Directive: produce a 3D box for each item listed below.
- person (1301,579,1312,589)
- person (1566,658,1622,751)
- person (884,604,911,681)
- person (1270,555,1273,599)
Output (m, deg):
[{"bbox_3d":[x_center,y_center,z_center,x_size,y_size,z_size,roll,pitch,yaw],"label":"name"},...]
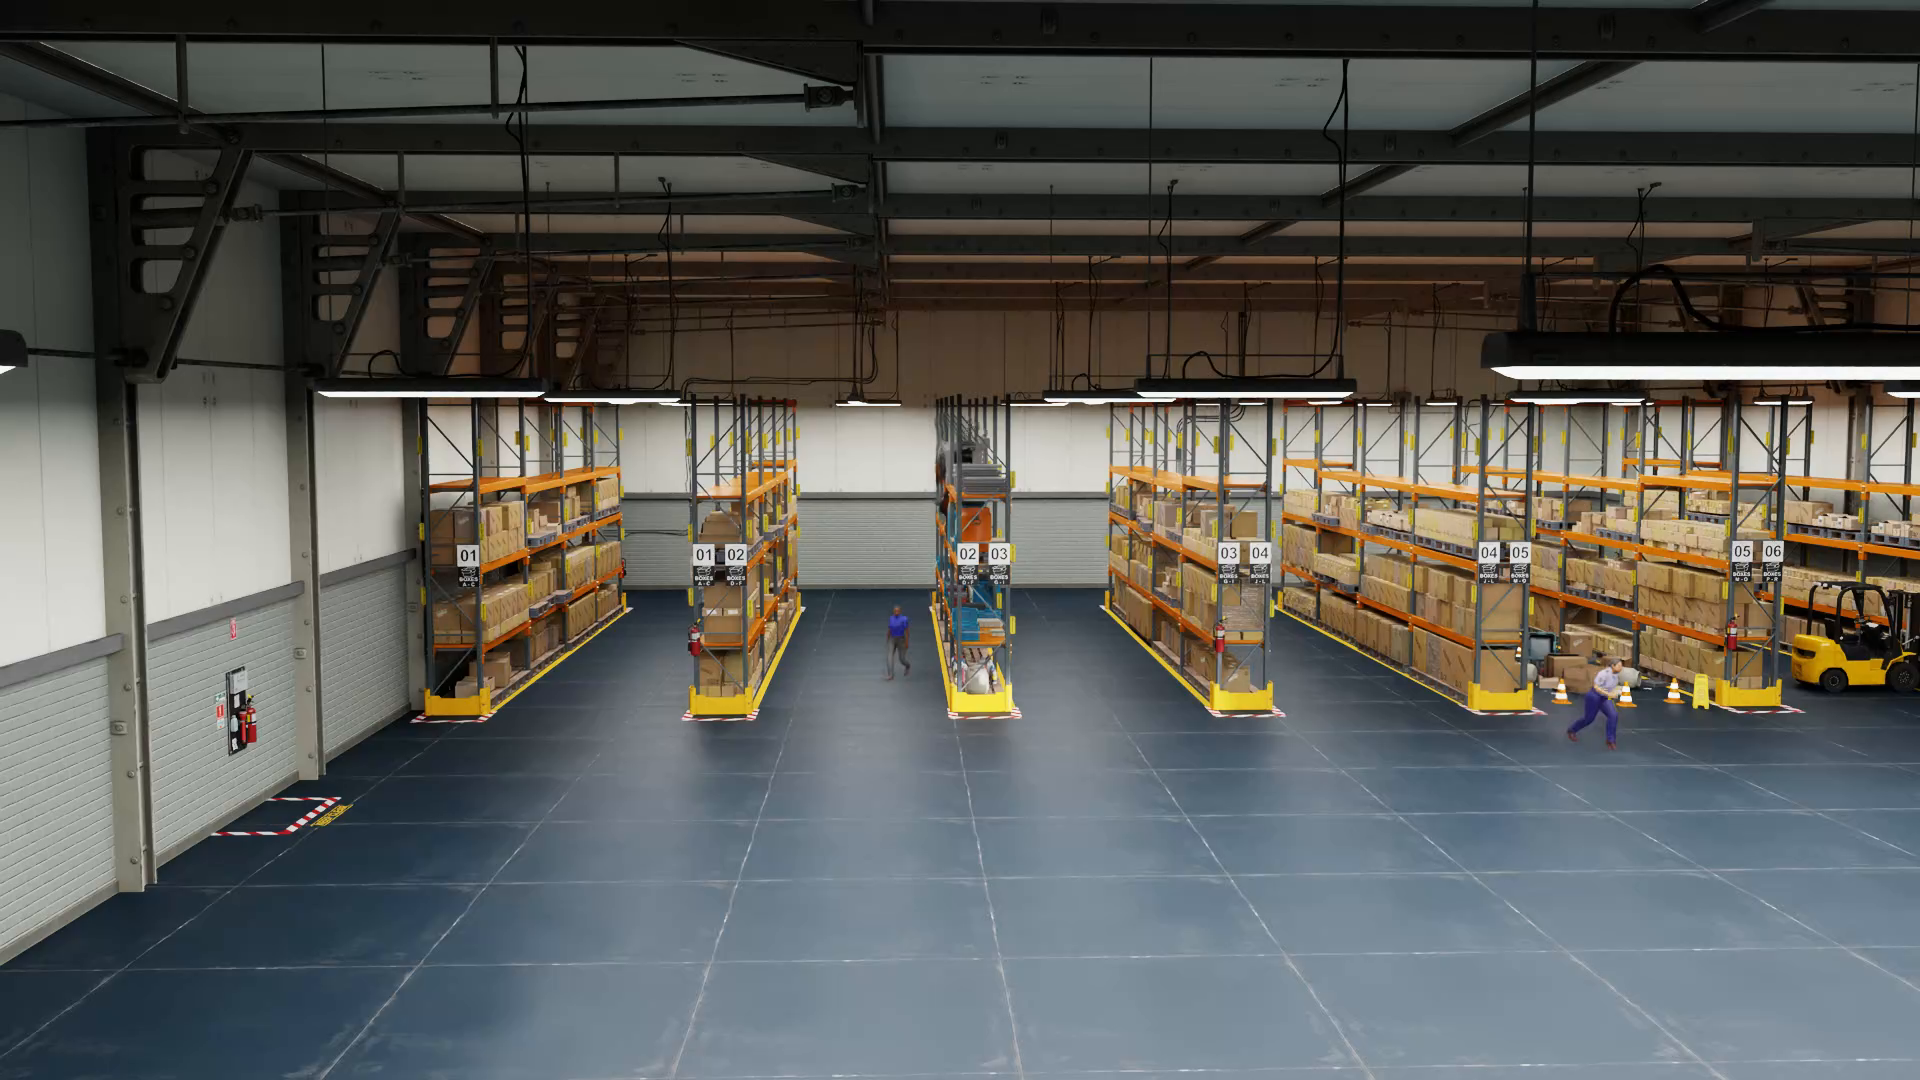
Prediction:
[{"bbox_3d":[10.302,1.019,48.732,0.584,1.781,0.738,2,5,27],"label":"person"},{"bbox_3d":[10.757,2.753,28.185,0.648,1.612,0.963,-4,6,-41],"label":"person"},{"bbox_3d":[-1.308,2.136,35.060,0.538,1.611,0.751,2,5,22],"label":"person"},{"bbox_3d":[8.968,0.989,49.024,0.616,1.852,0.780,4,6,44],"label":"person"}]
